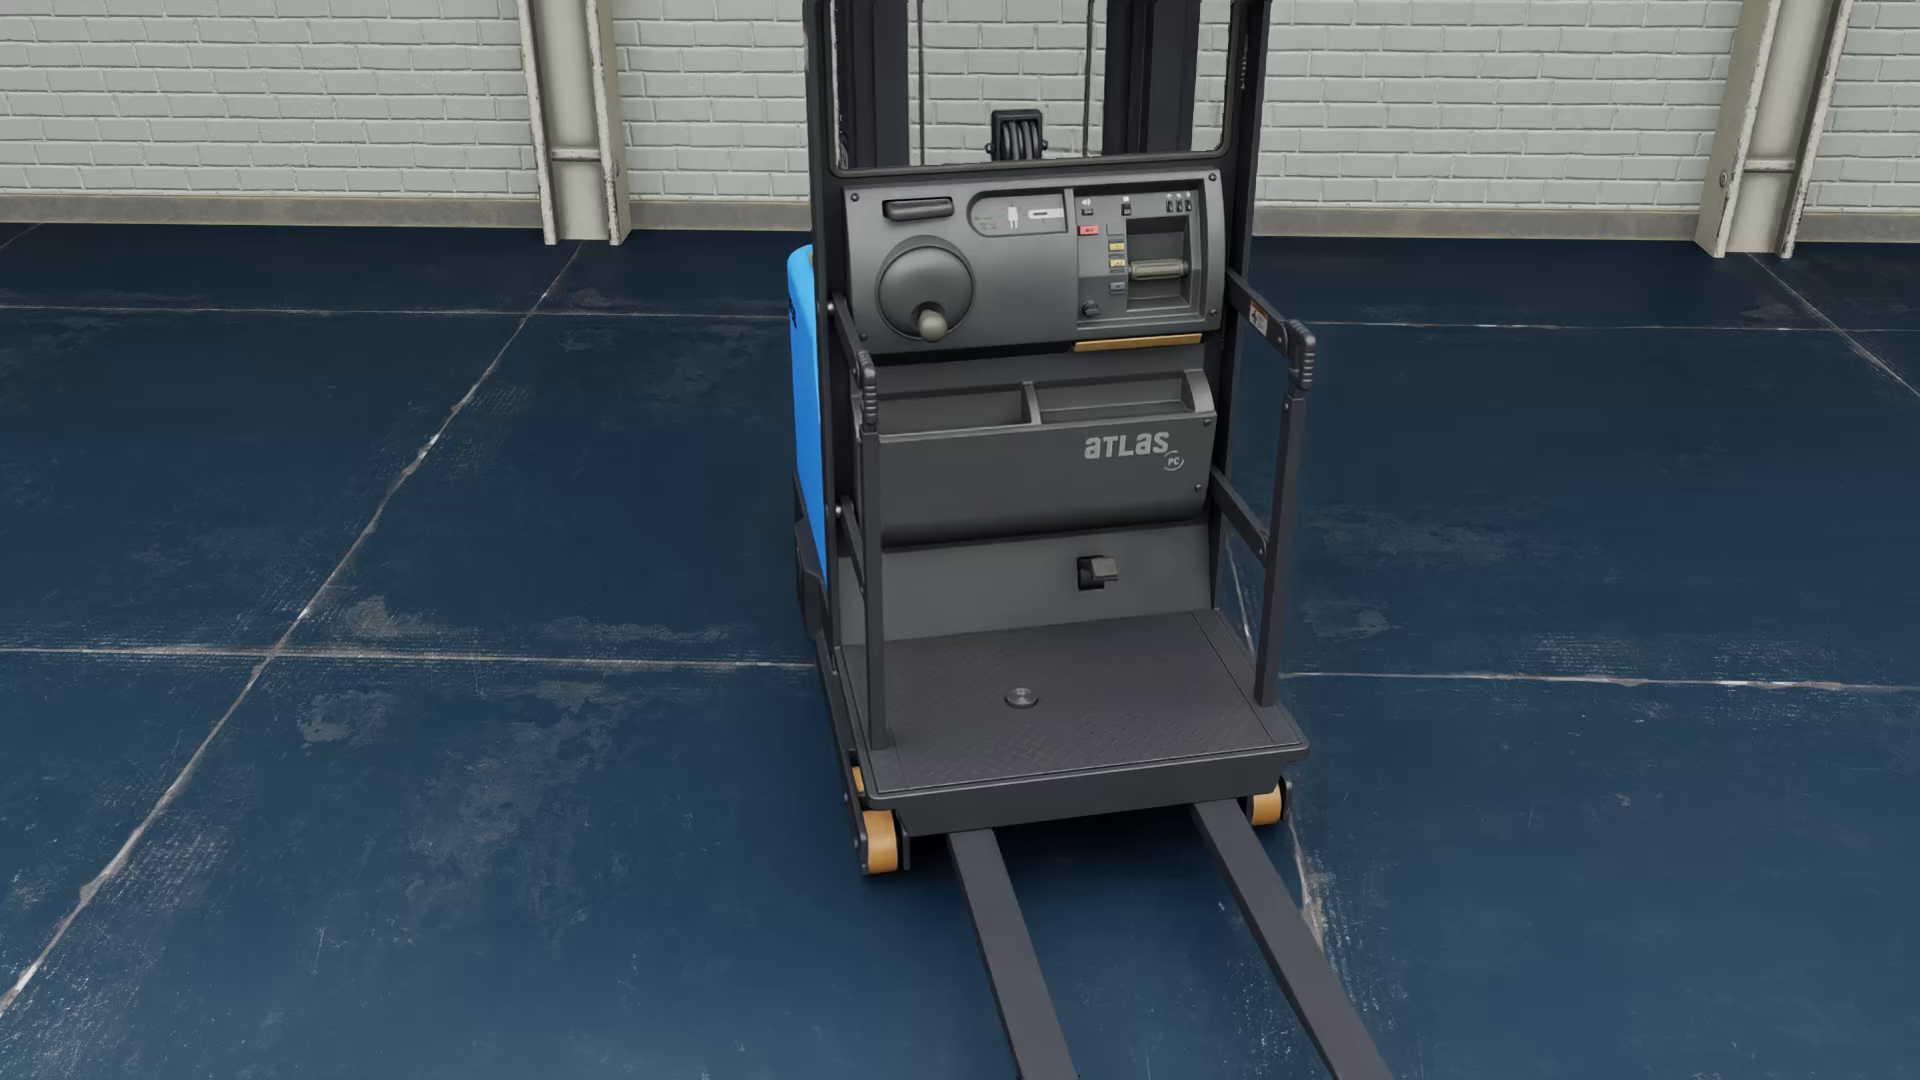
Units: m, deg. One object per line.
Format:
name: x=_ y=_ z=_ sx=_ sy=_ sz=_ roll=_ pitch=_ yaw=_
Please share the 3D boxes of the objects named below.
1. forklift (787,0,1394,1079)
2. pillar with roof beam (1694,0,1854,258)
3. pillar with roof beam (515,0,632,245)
forklift: x=0.232 y=-0.646 z=3.839 sx=1.130 sy=2.935 sz=3.031 roll=-5 pitch=28 yaw=-10
pillar with roof beam: x=3.887 y=-3.469 z=2.687 sx=0.400 sy=9.000 sz=9.100 roll=1 pitch=28 yaw=2
pillar with roof beam: x=-2.110 y=-3.569 z=2.874 sx=0.400 sy=9.000 sz=9.100 roll=1 pitch=28 yaw=2
